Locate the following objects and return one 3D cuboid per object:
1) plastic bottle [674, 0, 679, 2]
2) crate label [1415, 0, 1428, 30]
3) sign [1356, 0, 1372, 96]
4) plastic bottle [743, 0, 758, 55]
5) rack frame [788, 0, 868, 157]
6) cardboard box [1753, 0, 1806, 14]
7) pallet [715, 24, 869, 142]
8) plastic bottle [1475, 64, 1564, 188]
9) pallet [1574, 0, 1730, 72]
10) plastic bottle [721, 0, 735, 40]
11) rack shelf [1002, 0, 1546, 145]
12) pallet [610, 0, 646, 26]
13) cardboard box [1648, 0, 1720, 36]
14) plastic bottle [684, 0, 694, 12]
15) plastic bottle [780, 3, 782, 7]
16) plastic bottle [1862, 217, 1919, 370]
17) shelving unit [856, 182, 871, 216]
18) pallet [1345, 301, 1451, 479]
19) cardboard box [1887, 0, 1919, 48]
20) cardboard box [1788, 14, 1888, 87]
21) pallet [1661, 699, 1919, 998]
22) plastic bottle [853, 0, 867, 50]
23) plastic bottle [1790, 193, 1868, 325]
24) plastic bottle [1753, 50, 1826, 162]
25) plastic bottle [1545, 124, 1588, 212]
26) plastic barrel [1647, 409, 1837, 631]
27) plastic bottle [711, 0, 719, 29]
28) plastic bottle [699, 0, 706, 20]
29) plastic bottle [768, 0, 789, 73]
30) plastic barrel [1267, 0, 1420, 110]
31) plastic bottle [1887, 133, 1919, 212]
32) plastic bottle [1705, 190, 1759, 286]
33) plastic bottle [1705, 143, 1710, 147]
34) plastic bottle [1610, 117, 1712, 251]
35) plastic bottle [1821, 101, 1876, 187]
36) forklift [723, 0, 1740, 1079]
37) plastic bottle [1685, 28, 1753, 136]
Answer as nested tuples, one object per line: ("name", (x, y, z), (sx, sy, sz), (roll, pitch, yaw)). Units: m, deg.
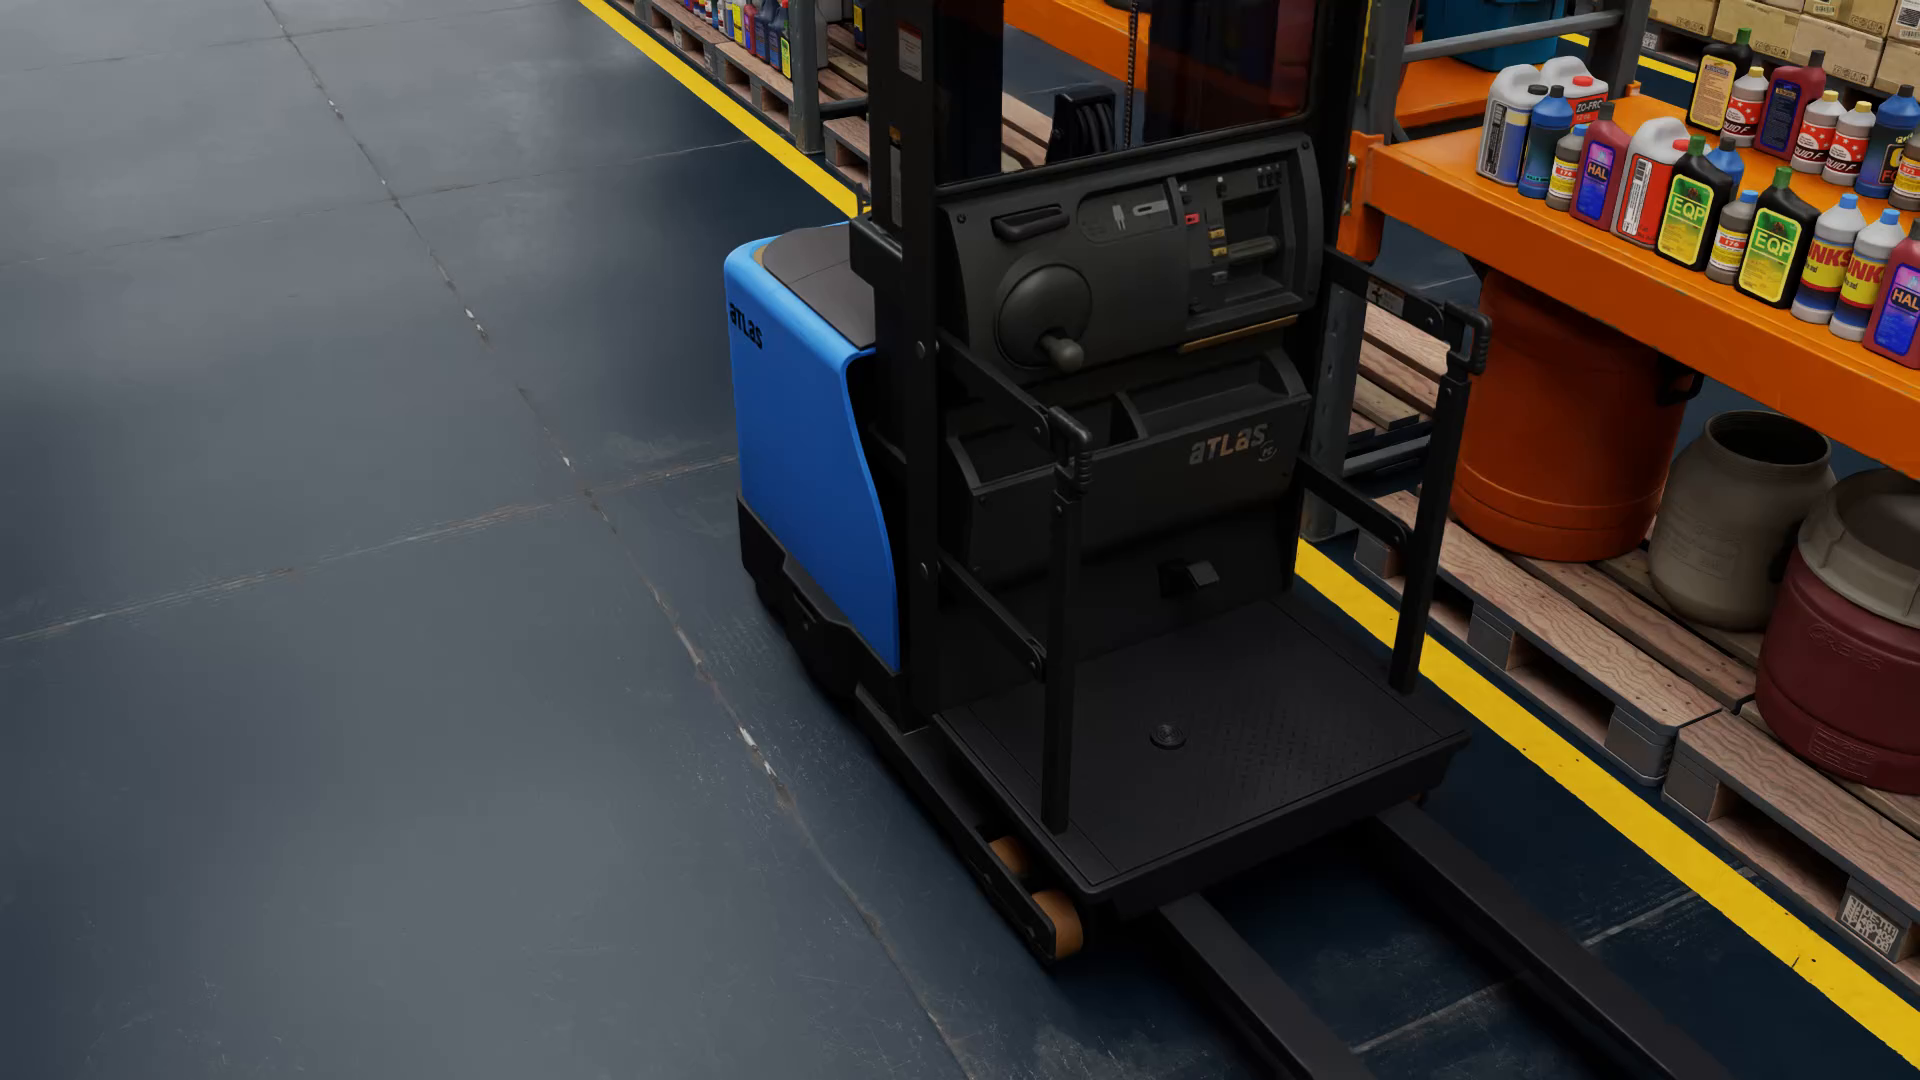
("plastic bottle", (-1.643, -3.310, 9.757), (0.097, 0.271, 0.097), (0, 33, 0))
("crate label", (1.293, -1.956, 5.490), (0.502, 0.435, 0.616), (-16, 36, -23))
("sign", (1.034, -1.326, 4.388), (0.100, 0.325, 0.005), (-16, 36, -23))
("plastic bottle", (-1.105, -2.743, 8.861), (0.061, 0.283, 0.133), (-13, 35, -20))
("rack frame", (-0.348, -3.308, 7.633), (1.000, 3.000, 0.127), (-16, 36, -23))
("cardboard box", (4.480, -3.060, 8.886), (0.500, 0.311, 0.500), (-17, 36, -25))
("pallet", (-0.624, -2.465, 8.901), (1.003, 0.211, 1.213), (-16, 36, -23))
("plastic bottle", (1.433, -1.059, 4.237), (0.152, 0.276, 0.135), (-16, 36, -23))
("pallet", (4.414, -3.036, 9.793), (1.003, 0.211, 1.213), (-16, 36, -23))
("plastic bottle", (-1.215, -2.905, 9.121), (0.152, 0.276, 0.135), (-15, 36, -22))
("rack shelf", (0.585, -2.050, 6.337), (1.077, 0.370, 4.000), (-16, 36, -23))
("pallet", (-1.762, -3.629, 10.719), (1.003, 0.211, 1.213), (-16, 36, -23))
("cardboard box", (4.242, -3.072, 9.424), (0.500, 0.250, 0.500), (-15, 36, -22))
("plastic bottle", (-1.554, -3.202, 9.577), (0.061, 0.283, 0.133), (-15, 36, -22))
("plastic bottle", (-0.873, -2.722, 8.835), (0.152, 0.276, 0.135), (-16, 36, -23))
("plastic bottle", (1.932, -0.499, 3.357), (0.061, 0.283, 0.133), (-16, 36, -23))
("shelving unit", (-0.161, -0.591, 5.199), (0.215, 1.050, 0.252), (-17, 36, -24))
("pallet", (1.190, -0.604, 5.997), (1.003, 0.211, 1.213), (-16, 36, -23))
("cardboard box", (4.958, -2.574, 8.127), (0.500, 0.311, 0.500), (-16, 36, -23))
("cardboard box", (4.722, -2.582, 8.660), (0.500, 0.250, 0.500), (-15, 36, -22))
("pallet", (2.487, 0.722, 3.927), (1.003, 0.211, 1.213), (-16, 36, -23))
("plastic bottle", (-0.484, -2.831, 8.936), (0.144, 0.351, 0.185), (-16, 36, -23))
("plastic bottle", (1.848, -0.600, 3.525), (0.097, 0.271, 0.097), (0, 33, 0))
("plastic bottle", (2.191, -1.154, 4.379), (0.061, 0.283, 0.133), (-16, 36, -23))
("plastic bottle", (1.508, -0.919, 4.088), (0.097, 0.201, 0.097), (0, 33, 0))
("plastic barrel", (2.103, -0.052, 4.468), (0.421, 0.512, 0.421), (0, 33, 0))
("plastic bottle", (-1.342, -3.002, 9.276), (0.097, 0.271, 0.097), (0, 33, 0))
("plastic bottle", (-1.437, -3.098, 9.427), (0.097, 0.271, 0.097), (0, 33, 0))
("plastic bottle", (-0.903, -2.613, 8.595), (0.144, 0.351, 0.185), (-17, 36, -24))
("plastic barrel", (1.033, -1.601, 4.843), (0.600, 0.536, 0.708), (-16, 36, -23))
("plastic bottle", (2.365, -0.920, 4.090), (0.097, 0.201, 0.097), (0, 33, 0))
("plastic bottle", (1.741, -0.681, 3.716), (0.097, 0.201, 0.097), (0, 33, 0))
("plastic bottle", (1.751, -0.847, 3.975), (0.097, 0.201, 0.097), (0, 33, 0))
("plastic bottle", (1.649, -0.838, 3.893), (0.152, 0.276, 0.135), (-16, 36, -23))
("plastic bottle", (2.274, -1.013, 4.235), (0.097, 0.201, 0.097), (0, 33, 0))
("forklift", (0.504, -0.565, 3.414), (1.130, 2.935, 3.031), (-17, 36, -24))
("plastic bottle", (2.083, -1.264, 4.551), (0.061, 0.283, 0.133), (-16, 36, -23))
